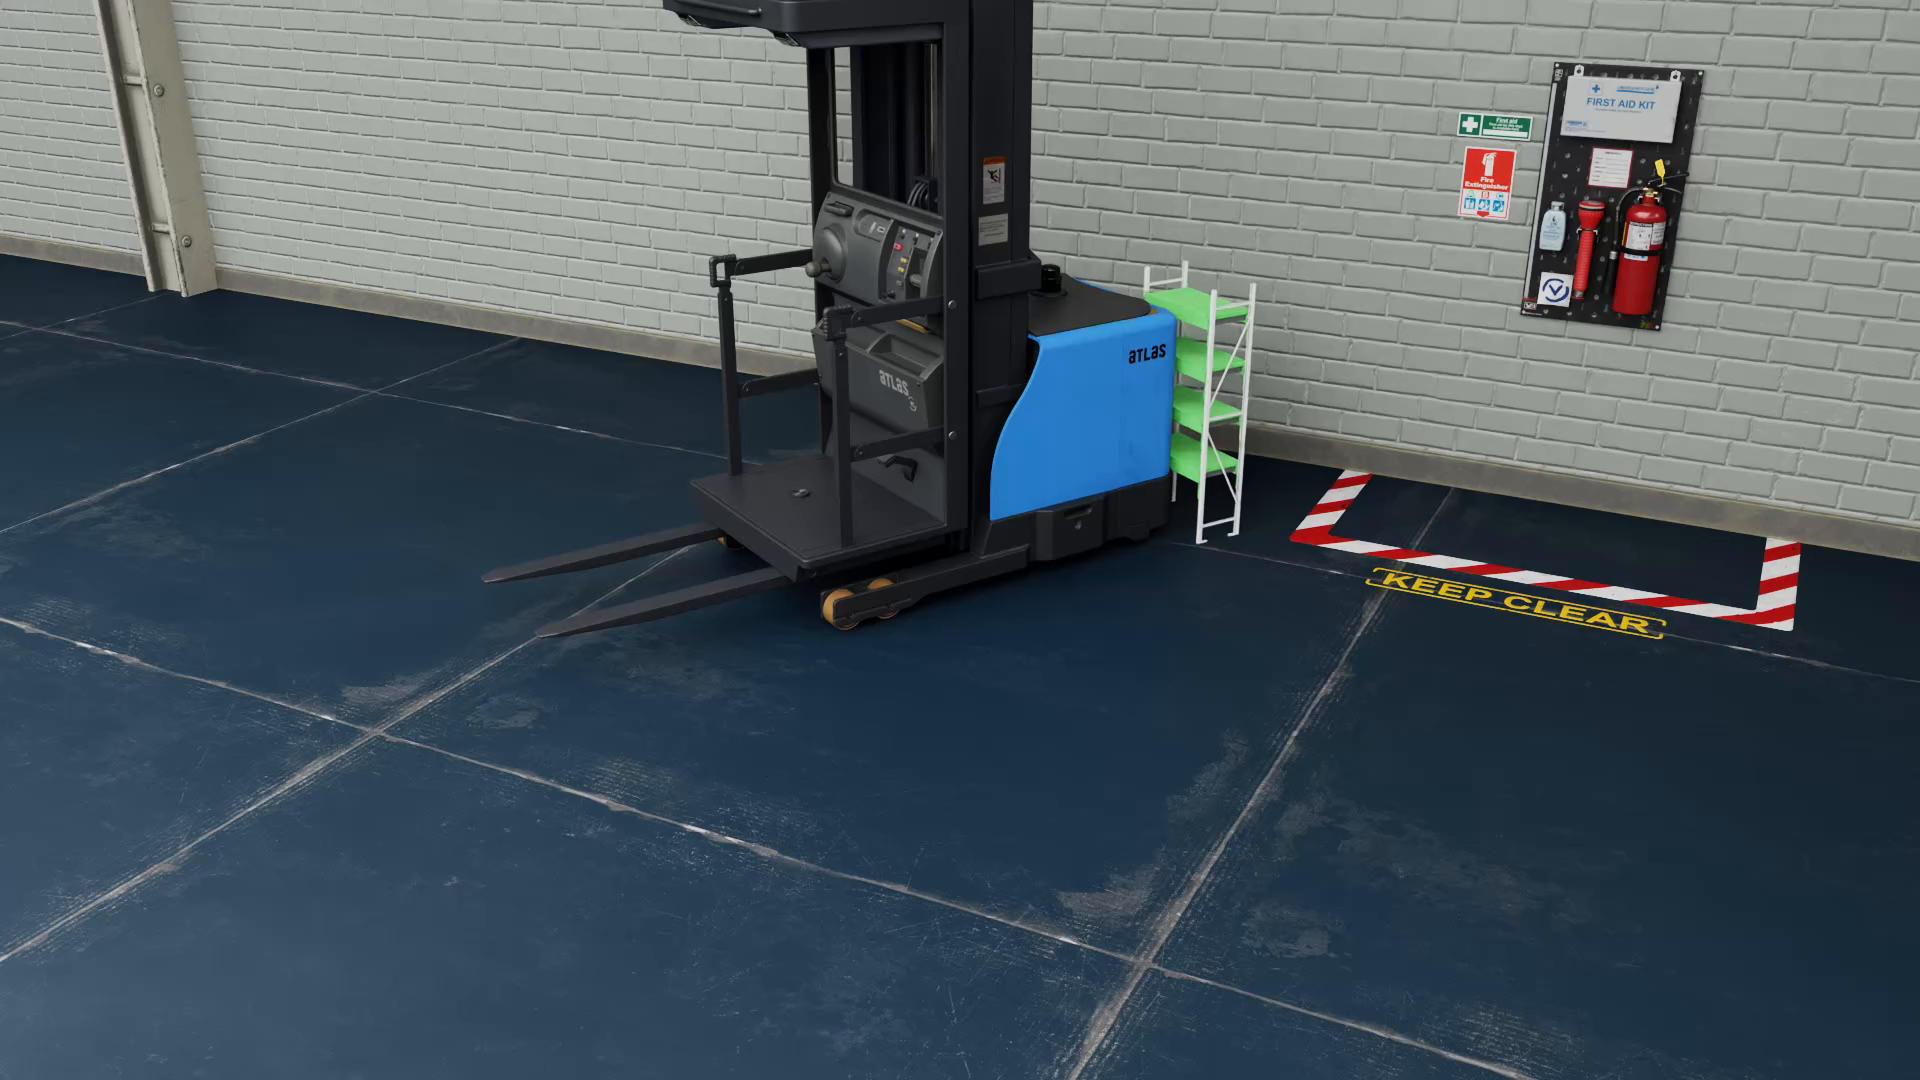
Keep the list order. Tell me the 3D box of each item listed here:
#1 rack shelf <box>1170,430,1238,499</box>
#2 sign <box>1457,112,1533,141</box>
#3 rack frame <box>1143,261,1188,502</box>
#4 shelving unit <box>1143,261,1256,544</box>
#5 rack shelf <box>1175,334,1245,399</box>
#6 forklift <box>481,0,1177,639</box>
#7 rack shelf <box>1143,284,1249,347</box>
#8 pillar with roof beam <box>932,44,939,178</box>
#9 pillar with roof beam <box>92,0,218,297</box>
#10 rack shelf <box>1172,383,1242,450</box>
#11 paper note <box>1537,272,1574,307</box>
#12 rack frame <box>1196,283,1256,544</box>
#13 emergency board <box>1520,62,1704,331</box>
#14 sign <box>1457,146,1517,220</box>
[{"bbox_3d":[1.078,-0.361,7.842,0.258,0.148,0.480,-13,26,-28],"label":"rack shelf"},{"bbox_3d":[2.475,-1.916,7.699,0.331,0.109,0.001,11,25,25],"label":"sign"},{"bbox_3d":[0.954,-0.723,7.916,0.240,1.200,0.015,-13,26,-28],"label":"rack frame"},{"bbox_3d":[1.078,-0.640,7.723,0.258,1.200,0.503,-13,26,-28],"label":"shelving unit"},{"bbox_3d":[1.078,-0.802,7.654,0.258,0.148,0.480,-13,26,-28],"label":"rack shelf"},{"bbox_3d":[-0.524,-1.212,6.854,3.031,2.935,1.130,-15,27,-31],"label":"forklift"},{"bbox_3d":[1.078,-1.023,7.560,0.258,0.148,0.480,-13,26,-28],"label":"rack shelf"},{"bbox_3d":[-2.187,-3.393,4.229,0.400,9.000,9.100,11,25,25],"label":"pillar with roof beam"},{"bbox_3d":[-7.542,-4.452,6.721,0.400,9.000,9.100,11,25,25],"label":"pillar with roof beam"},{"bbox_3d":[1.078,-0.582,7.748,0.258,0.148,0.480,-13,26,-28],"label":"rack shelf"},{"bbox_3d":[2.795,-1.176,7.808,0.142,0.148,0.016,11,25,25],"label":"paper note"},{"bbox_3d":[1.202,-0.558,7.529,0.240,1.200,0.015,-13,26,-28],"label":"rack frame"},{"bbox_3d":[2.922,-1.526,7.505,0.643,1.169,0.194,11,25,25],"label":"emergency board"},{"bbox_3d":[2.475,-1.676,7.812,0.234,0.329,0.001,11,25,25],"label":"sign"}]
